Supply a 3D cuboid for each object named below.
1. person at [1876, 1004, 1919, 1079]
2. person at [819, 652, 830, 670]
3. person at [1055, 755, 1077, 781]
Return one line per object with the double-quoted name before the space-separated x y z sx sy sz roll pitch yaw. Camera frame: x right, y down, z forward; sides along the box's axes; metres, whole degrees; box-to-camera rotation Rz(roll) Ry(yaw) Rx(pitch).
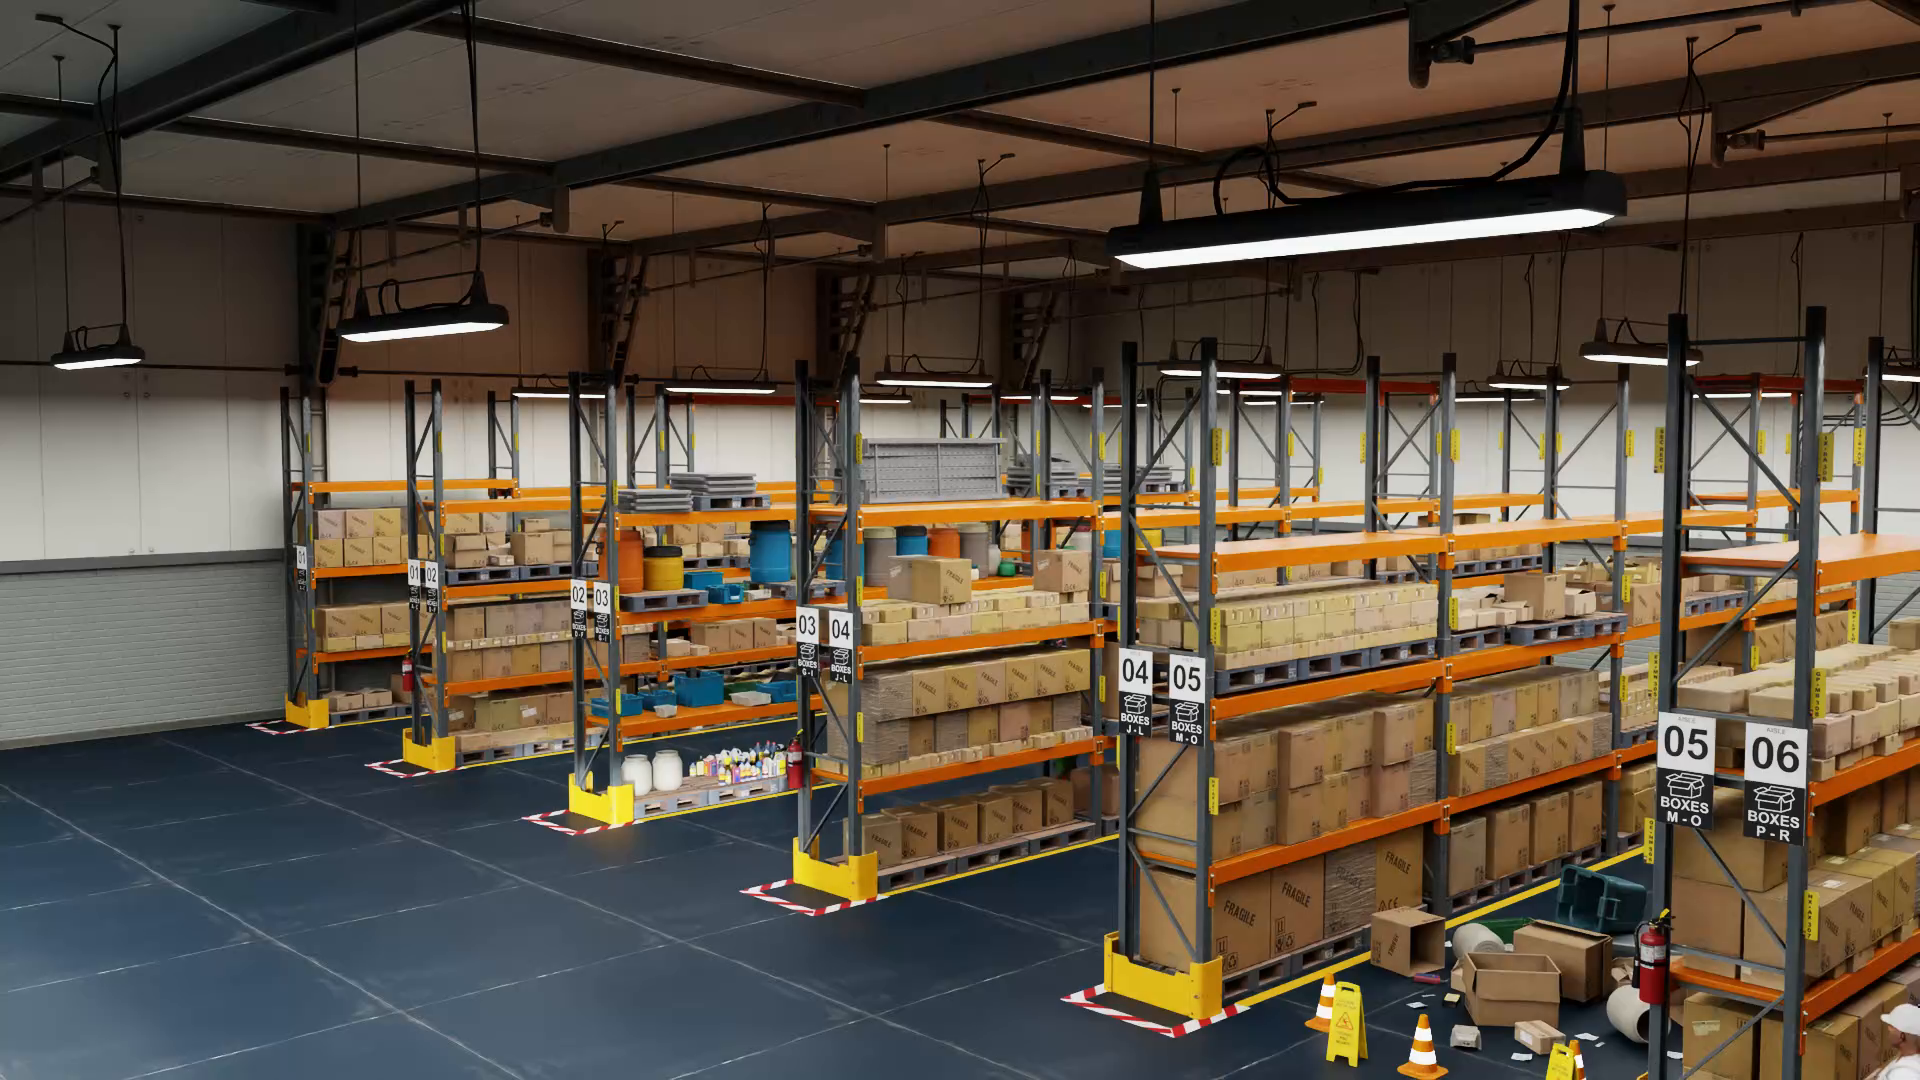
"person" 5.653 3.641 9.872 0.614 1.761 0.525 1 4 21
"person" -2.804 2.046 34.853 0.491 1.643 0.368 -2 4 -24
"person" 1.500 2.762 23.564 0.441 1.787 0.596 2 4 34
